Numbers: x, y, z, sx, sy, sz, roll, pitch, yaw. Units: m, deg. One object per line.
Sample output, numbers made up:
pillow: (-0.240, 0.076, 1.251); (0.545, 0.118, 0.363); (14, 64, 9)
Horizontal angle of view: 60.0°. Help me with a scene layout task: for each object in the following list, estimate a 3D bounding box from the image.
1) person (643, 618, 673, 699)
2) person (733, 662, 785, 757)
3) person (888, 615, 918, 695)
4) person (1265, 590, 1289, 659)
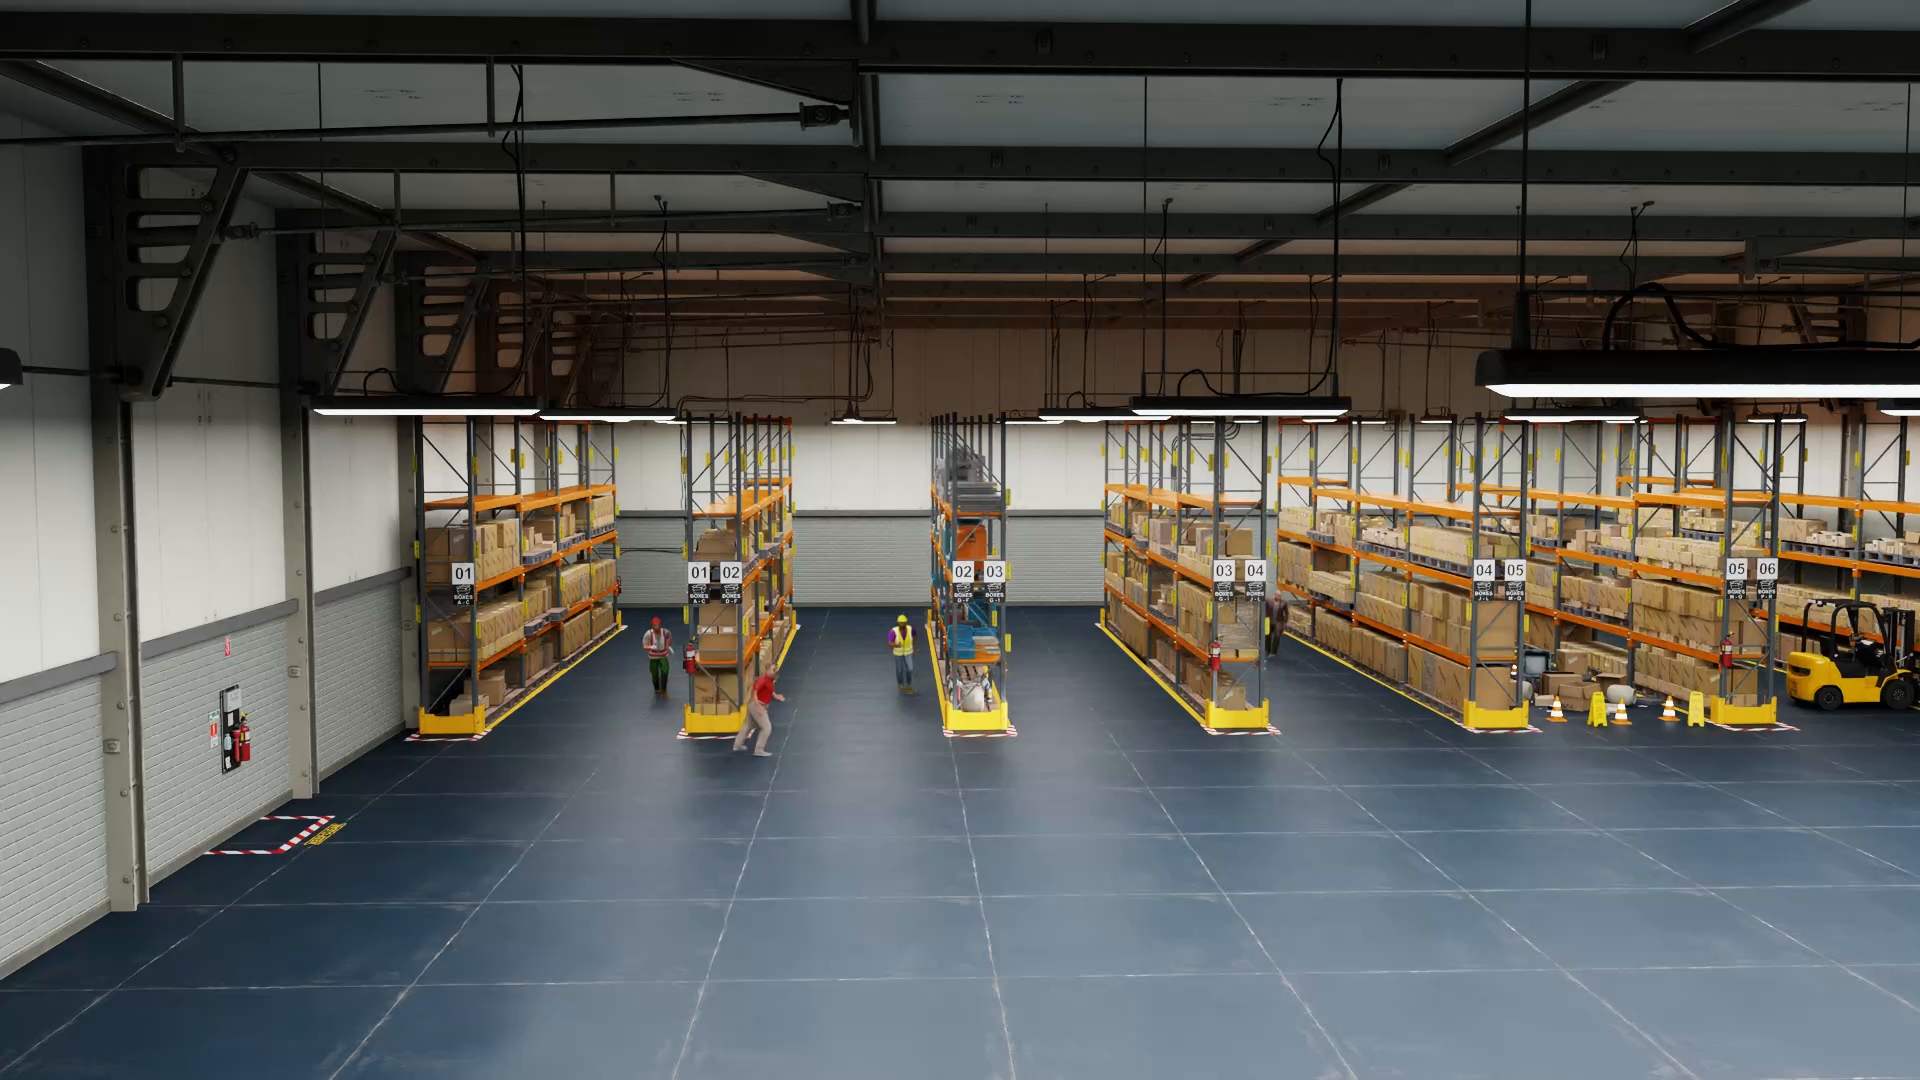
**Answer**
person: (-6.342, 2.473, 34.973); (0.621, 1.724, 0.947); (-1, 4, -10)
person: (-3.504, 2.941, 29.007); (0.920, 1.653, 0.731); (-1, 4, -9)
person: (-1.213, 2.445, 35.529); (0.657, 1.714, 0.956); (0, 4, -5)
person: (7.828, 2.126, 41.332); (0.685, 1.592, 0.681); (1, 4, 19)
